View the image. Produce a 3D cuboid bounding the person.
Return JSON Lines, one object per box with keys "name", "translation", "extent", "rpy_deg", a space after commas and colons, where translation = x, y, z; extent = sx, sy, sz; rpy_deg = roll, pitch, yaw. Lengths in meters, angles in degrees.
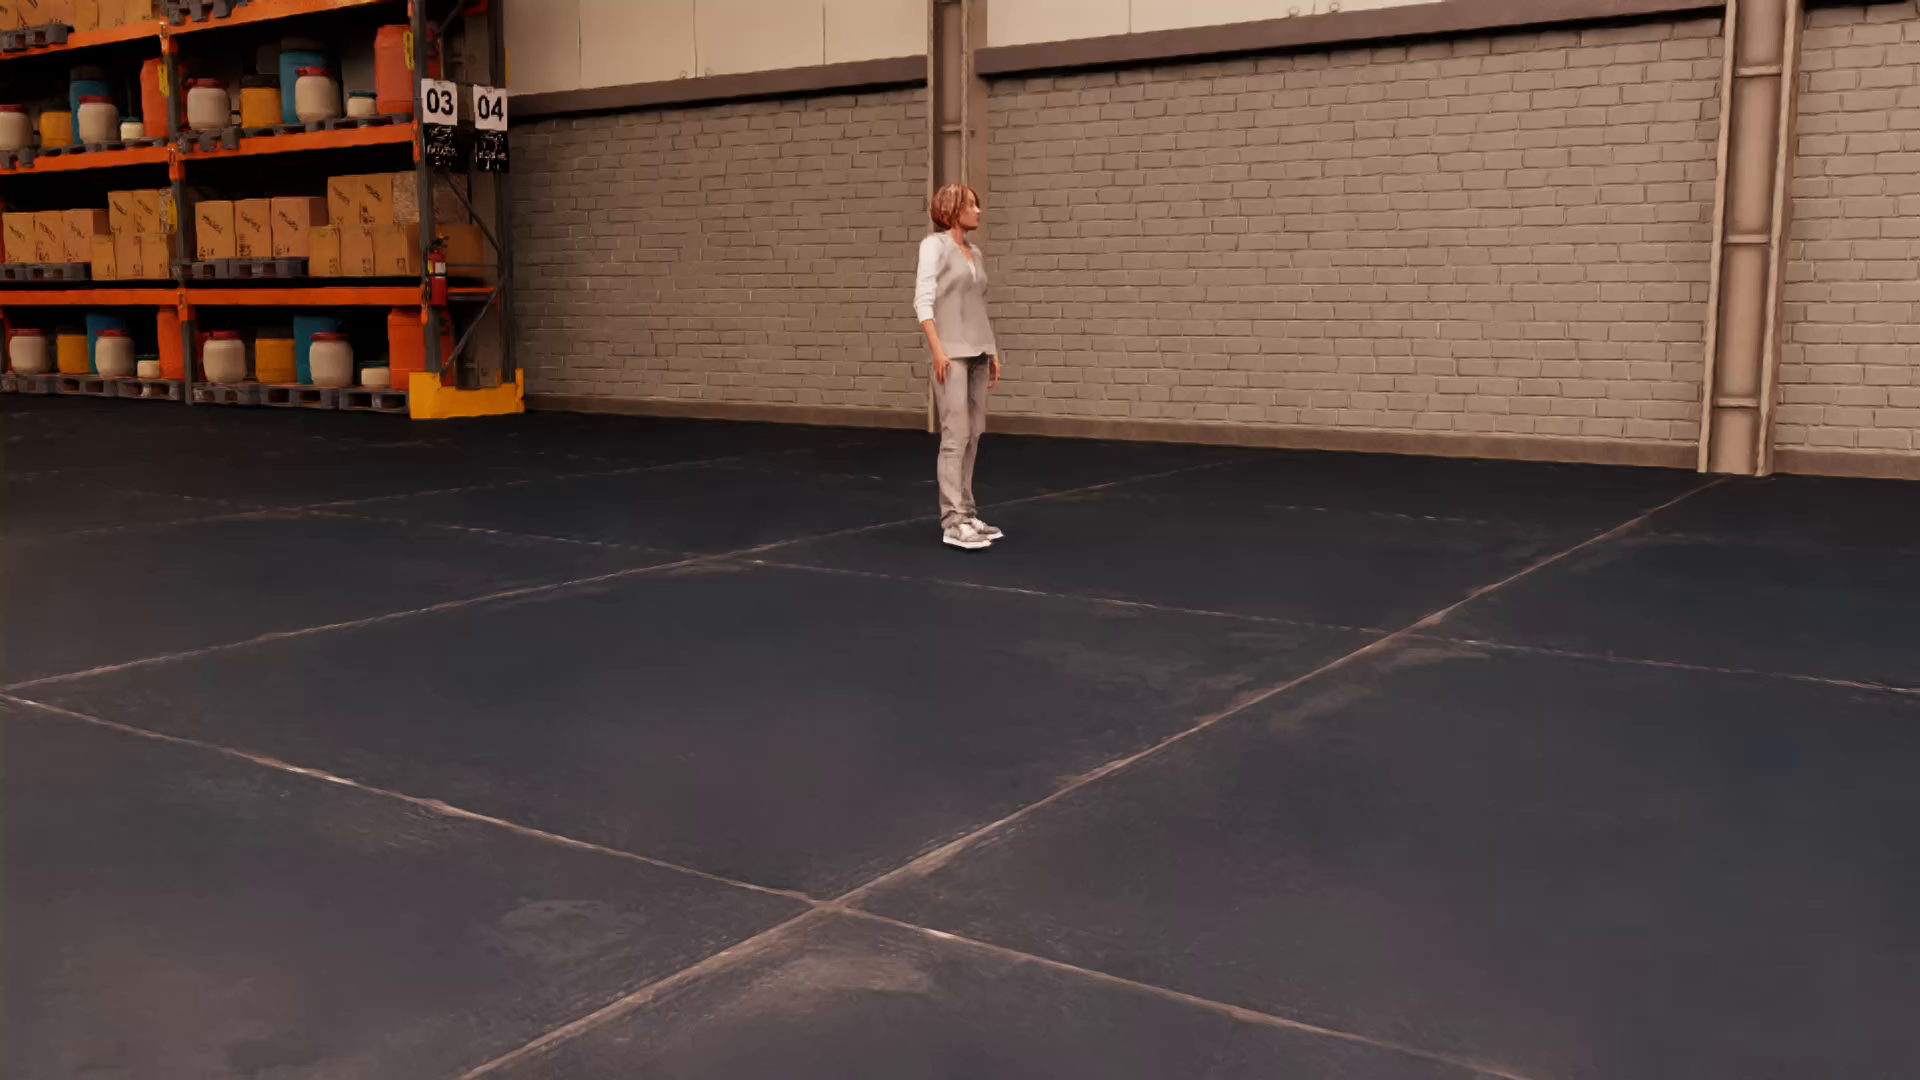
{"name": "person", "translation": [0.054, -0.790, 7.438], "extent": [0.474, 1.597, 0.521], "rpy_deg": [5, 10, 34]}
